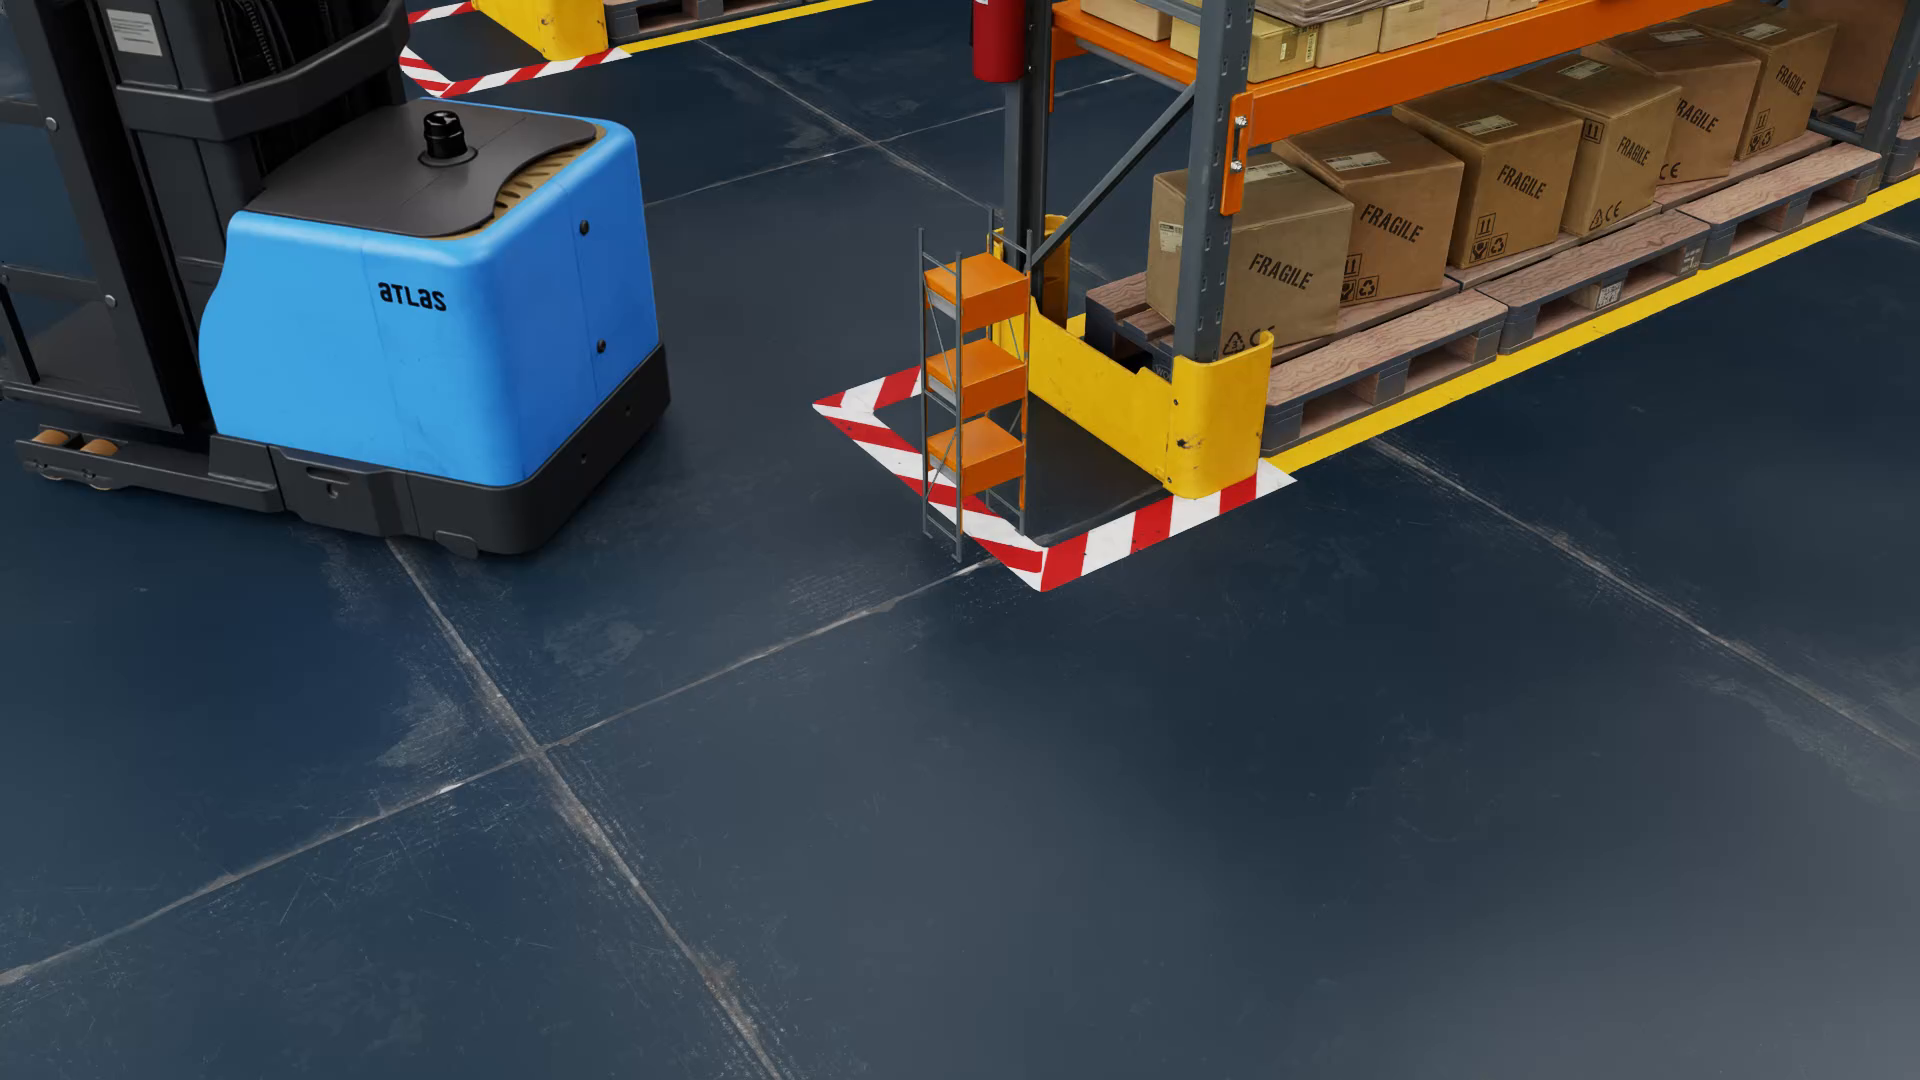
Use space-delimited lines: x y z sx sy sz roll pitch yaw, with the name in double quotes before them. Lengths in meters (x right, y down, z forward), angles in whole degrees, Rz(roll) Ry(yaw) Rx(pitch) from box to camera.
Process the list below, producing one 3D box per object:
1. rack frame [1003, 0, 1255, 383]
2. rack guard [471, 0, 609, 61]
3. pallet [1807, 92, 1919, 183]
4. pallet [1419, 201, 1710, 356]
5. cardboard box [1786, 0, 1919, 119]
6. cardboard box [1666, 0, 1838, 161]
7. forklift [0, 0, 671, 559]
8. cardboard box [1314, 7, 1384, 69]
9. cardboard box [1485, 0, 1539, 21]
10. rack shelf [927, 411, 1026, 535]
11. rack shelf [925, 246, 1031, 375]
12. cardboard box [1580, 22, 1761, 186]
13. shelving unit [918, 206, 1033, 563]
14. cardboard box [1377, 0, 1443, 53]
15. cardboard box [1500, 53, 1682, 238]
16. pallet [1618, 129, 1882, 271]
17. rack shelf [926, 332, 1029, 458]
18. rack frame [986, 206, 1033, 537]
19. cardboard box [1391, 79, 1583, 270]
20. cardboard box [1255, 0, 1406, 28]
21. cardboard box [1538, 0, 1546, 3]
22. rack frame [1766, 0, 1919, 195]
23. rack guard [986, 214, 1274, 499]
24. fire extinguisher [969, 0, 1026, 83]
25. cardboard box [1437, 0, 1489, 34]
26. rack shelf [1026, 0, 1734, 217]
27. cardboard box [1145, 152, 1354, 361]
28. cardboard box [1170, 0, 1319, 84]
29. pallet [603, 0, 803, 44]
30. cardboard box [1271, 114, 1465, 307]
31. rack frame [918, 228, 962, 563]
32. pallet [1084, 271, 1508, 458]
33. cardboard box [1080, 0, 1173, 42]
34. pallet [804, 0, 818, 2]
"rack frame" 0.485 -1.647 4.971 0.127 3.000 1.000 -22 41 -28
"rack guard" -2.333 -3.044 9.054 0.348 0.500 1.175 -22 41 -28
"pallet" 4.391 -2.123 8.021 1.213 0.211 1.003 -22 41 -28
"pallet" 2.228 -1.205 6.744 1.213 0.211 1.003 -22 41 -28
"cardboard box" 4.269 -2.352 7.716 0.500 0.500 0.700 -26 43 -31
"cardboard box" 3.405 -2.032 7.288 0.500 0.500 0.500 -24 42 -29
"forklift" -2.583 -1.634 5.011 3.031 2.935 1.130 11 37 14
"cardboard box" 1.071 -1.602 5.123 0.250 0.149 0.380 -22 41 -28
"cardboard box" 1.685 -1.853 5.473 0.250 0.149 0.380 -22 41 -28
"rack shelf" 0.044 -0.210 5.137 0.240 0.259 0.215 -22 41 -28
"rack shelf" 0.044 -0.666 4.809 0.240 0.259 0.215 -22 41 -28
"cardboard box" 2.941 -1.836 7.015 0.500 0.500 0.500 -10 37 -14
"shelving unit" 0.044 -0.444 4.968 0.252 1.050 0.215 -22 41 -28
"cardboard box" 1.284 -1.679 5.230 0.250 0.149 0.380 -22 41 -28
"cardboard box" 2.479 -1.590 6.673 0.500 0.500 0.500 -26 43 -32
"pallet" 3.226 -1.617 7.318 1.213 0.211 1.003 -22 41 -28
"rack shelf" 0.044 -0.436 4.975 0.240 0.259 0.215 -22 41 -28
"rack frame" 0.143 -0.485 5.025 0.008 1.050 0.200 -22 41 -28
"cardboard box" 1.997 -1.423 6.441 0.500 0.500 0.500 -18 40 -24
"cardboard box" 0.951 -1.980 5.094 0.500 0.500 0.875 -22 41 -28
"cardboard box" 1.874 -1.950 5.608 0.250 0.149 0.380 -22 41 -28
"rack frame" 3.755 -2.992 6.841 0.127 3.000 1.000 -22 41 -28
"rack guard" 0.548 -0.657 5.736 0.348 0.500 1.175 -22 41 -28
"fire extinguisher" 0.126 -1.797 5.245 0.183 0.674 0.296 -22 41 -28
"cardboard box" 1.476 -1.773 5.361 0.250 0.149 0.380 -22 41 -28
"rack shelf" 2.120 -2.027 6.116 4.000 0.370 1.077 -22 41 -28
"cardboard box" 1.005 -1.004 5.859 0.500 0.500 0.500 -15 38 -20
"cardboard box" 0.856 -1.527 5.019 0.250 0.149 0.380 -22 41 -28
"pallet" -1.666 -3.197 9.515 1.213 0.211 1.003 -22 41 -28
"cardboard box" 1.474 -1.222 6.161 0.500 0.500 0.500 -12 37 -16
"rack frame" -0.056 -0.403 4.911 0.008 1.050 0.200 -22 41 -28
"pallet" 1.232 -0.797 6.177 1.213 0.211 1.003 -22 41 -28
"cardboard box" 0.599 -1.739 5.314 0.250 0.149 0.380 -22 41 -28
"pallet" -0.669 -3.605 10.082 1.213 0.211 1.003 -22 41 -28
